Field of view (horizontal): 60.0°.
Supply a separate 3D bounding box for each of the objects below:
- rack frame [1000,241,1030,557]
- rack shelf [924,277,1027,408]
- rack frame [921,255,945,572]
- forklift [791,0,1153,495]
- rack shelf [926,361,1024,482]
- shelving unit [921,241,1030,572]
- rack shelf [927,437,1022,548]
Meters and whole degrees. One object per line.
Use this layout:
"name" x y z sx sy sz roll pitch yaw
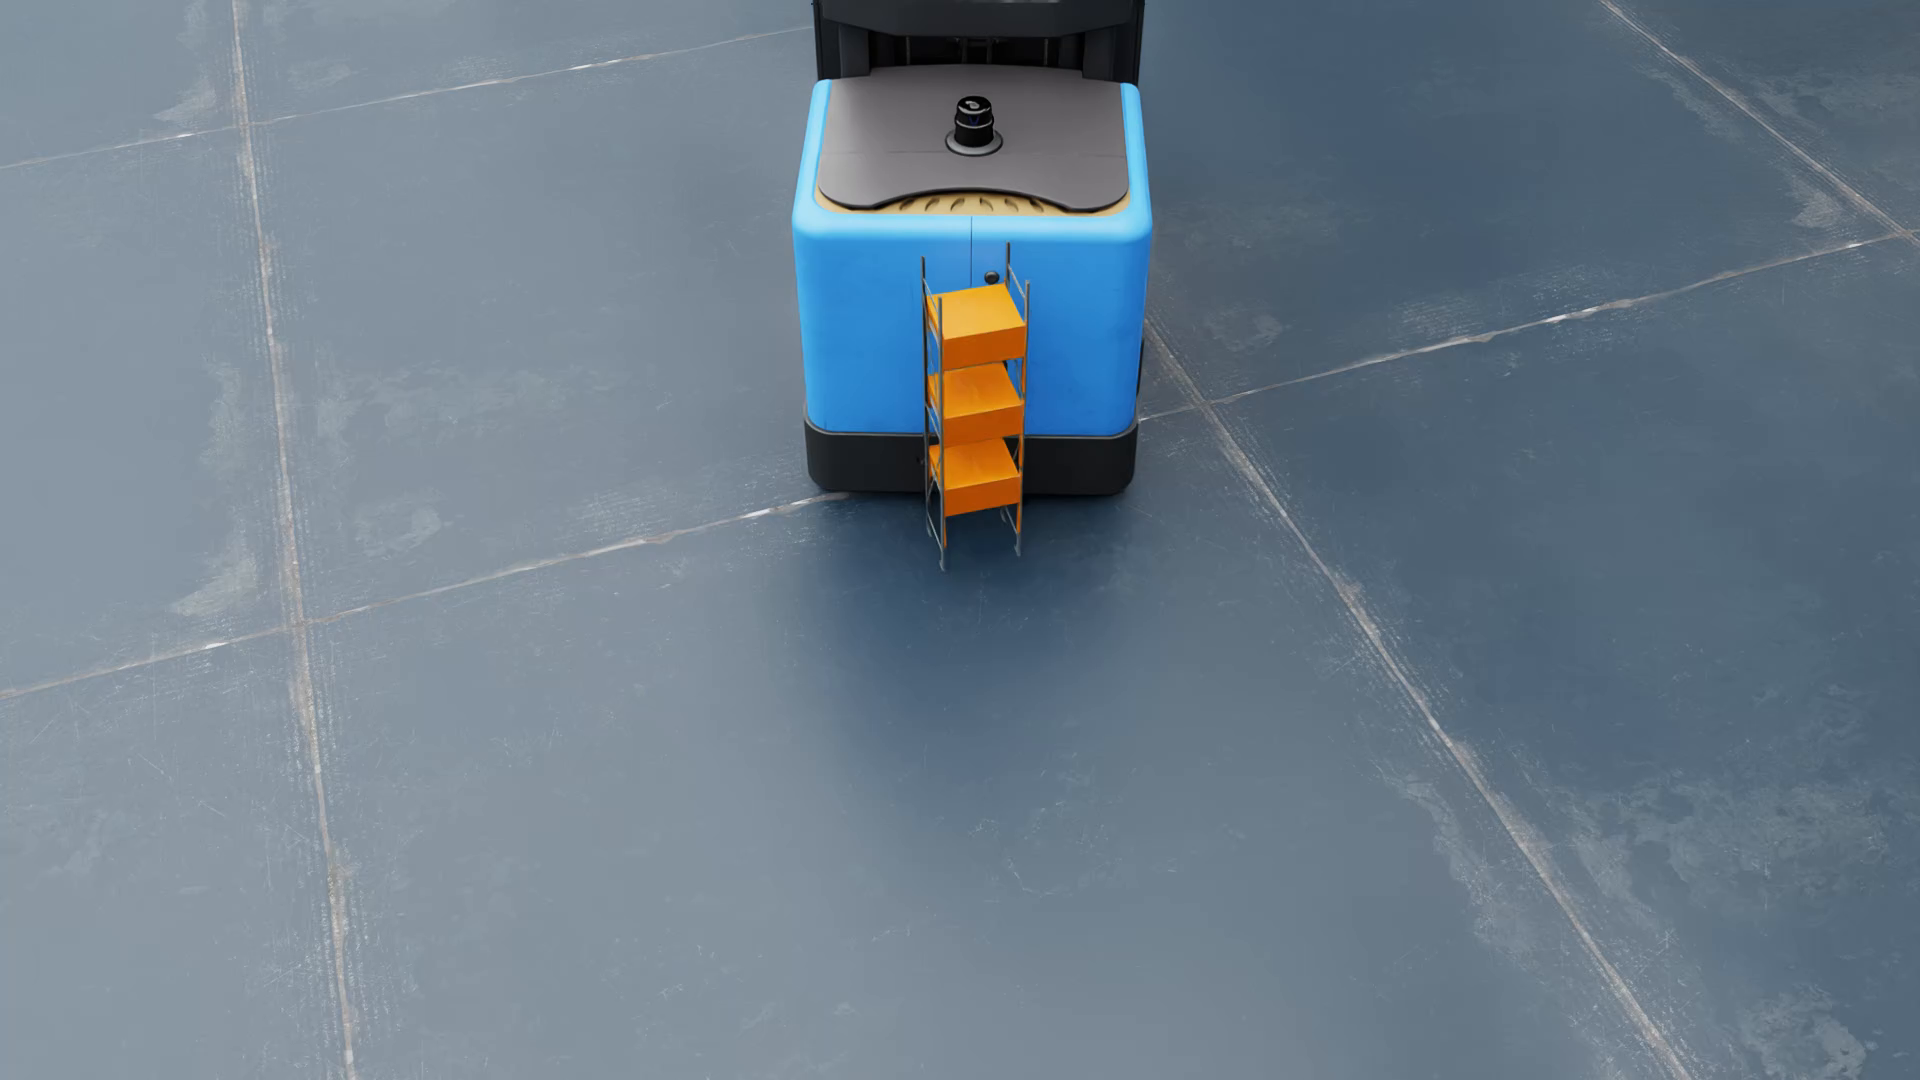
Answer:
"rack frame" 0.158 -0.386 4.893 0.008 1.050 0.200 -11 46 -11
"rack shelf" 0.041 -0.555 4.677 0.240 0.259 0.215 -11 46 -11
"rack frame" -0.077 -0.339 4.847 0.008 1.050 0.200 -11 46 -11
"forklift" 0.067 -2.206 5.380 1.130 2.935 3.031 1 45 1
"rack shelf" 0.041 -0.355 4.878 0.240 0.259 0.215 -11 46 -11
"shelving unit" 0.041 -0.363 4.870 0.252 1.050 0.215 -11 46 -11
"rack shelf" 0.041 -0.159 5.074 0.240 0.259 0.215 -11 46 -11
